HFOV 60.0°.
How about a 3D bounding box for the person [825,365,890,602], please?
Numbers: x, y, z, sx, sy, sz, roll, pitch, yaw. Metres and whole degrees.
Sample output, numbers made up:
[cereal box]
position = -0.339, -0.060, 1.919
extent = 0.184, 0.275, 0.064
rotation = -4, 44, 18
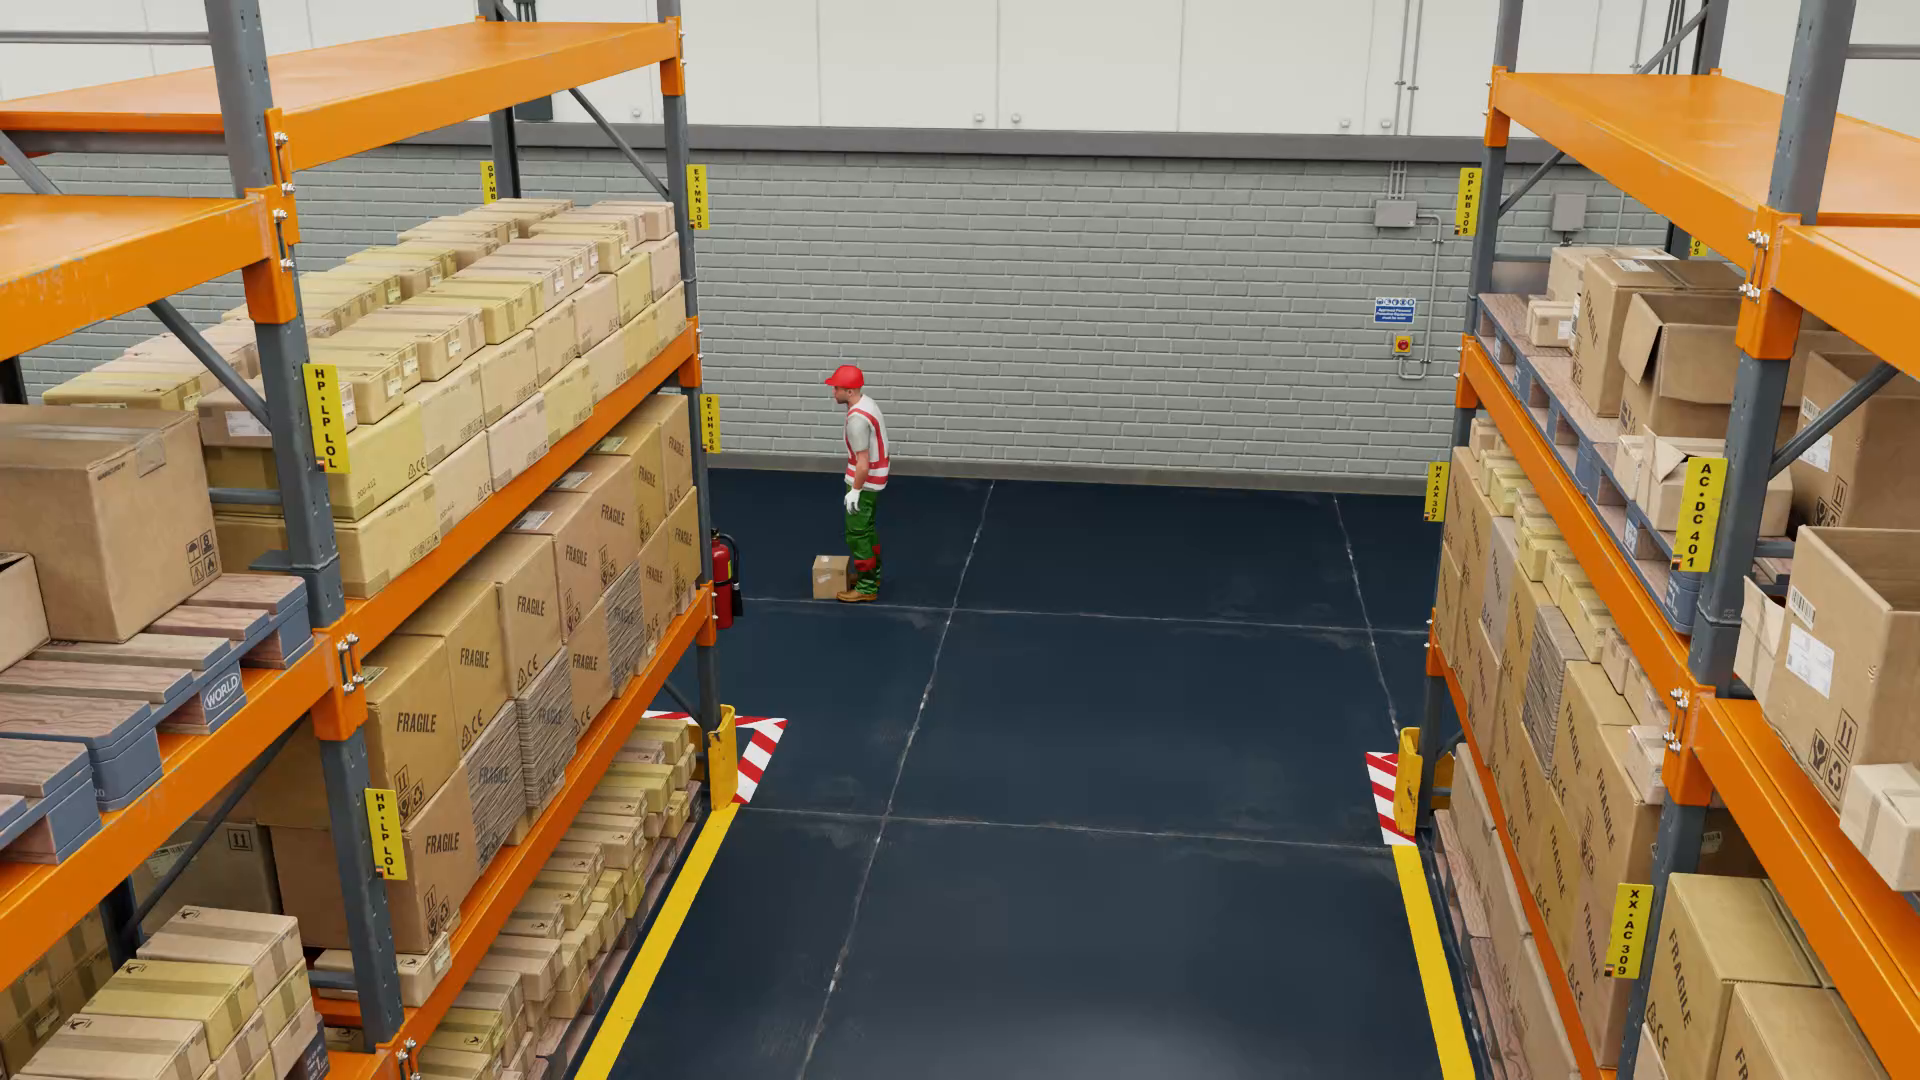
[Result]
[person]
position = -0.739, -0.418, 12.153
extent = 0.450, 1.779, 0.619
rotation = 1, 21, 3
